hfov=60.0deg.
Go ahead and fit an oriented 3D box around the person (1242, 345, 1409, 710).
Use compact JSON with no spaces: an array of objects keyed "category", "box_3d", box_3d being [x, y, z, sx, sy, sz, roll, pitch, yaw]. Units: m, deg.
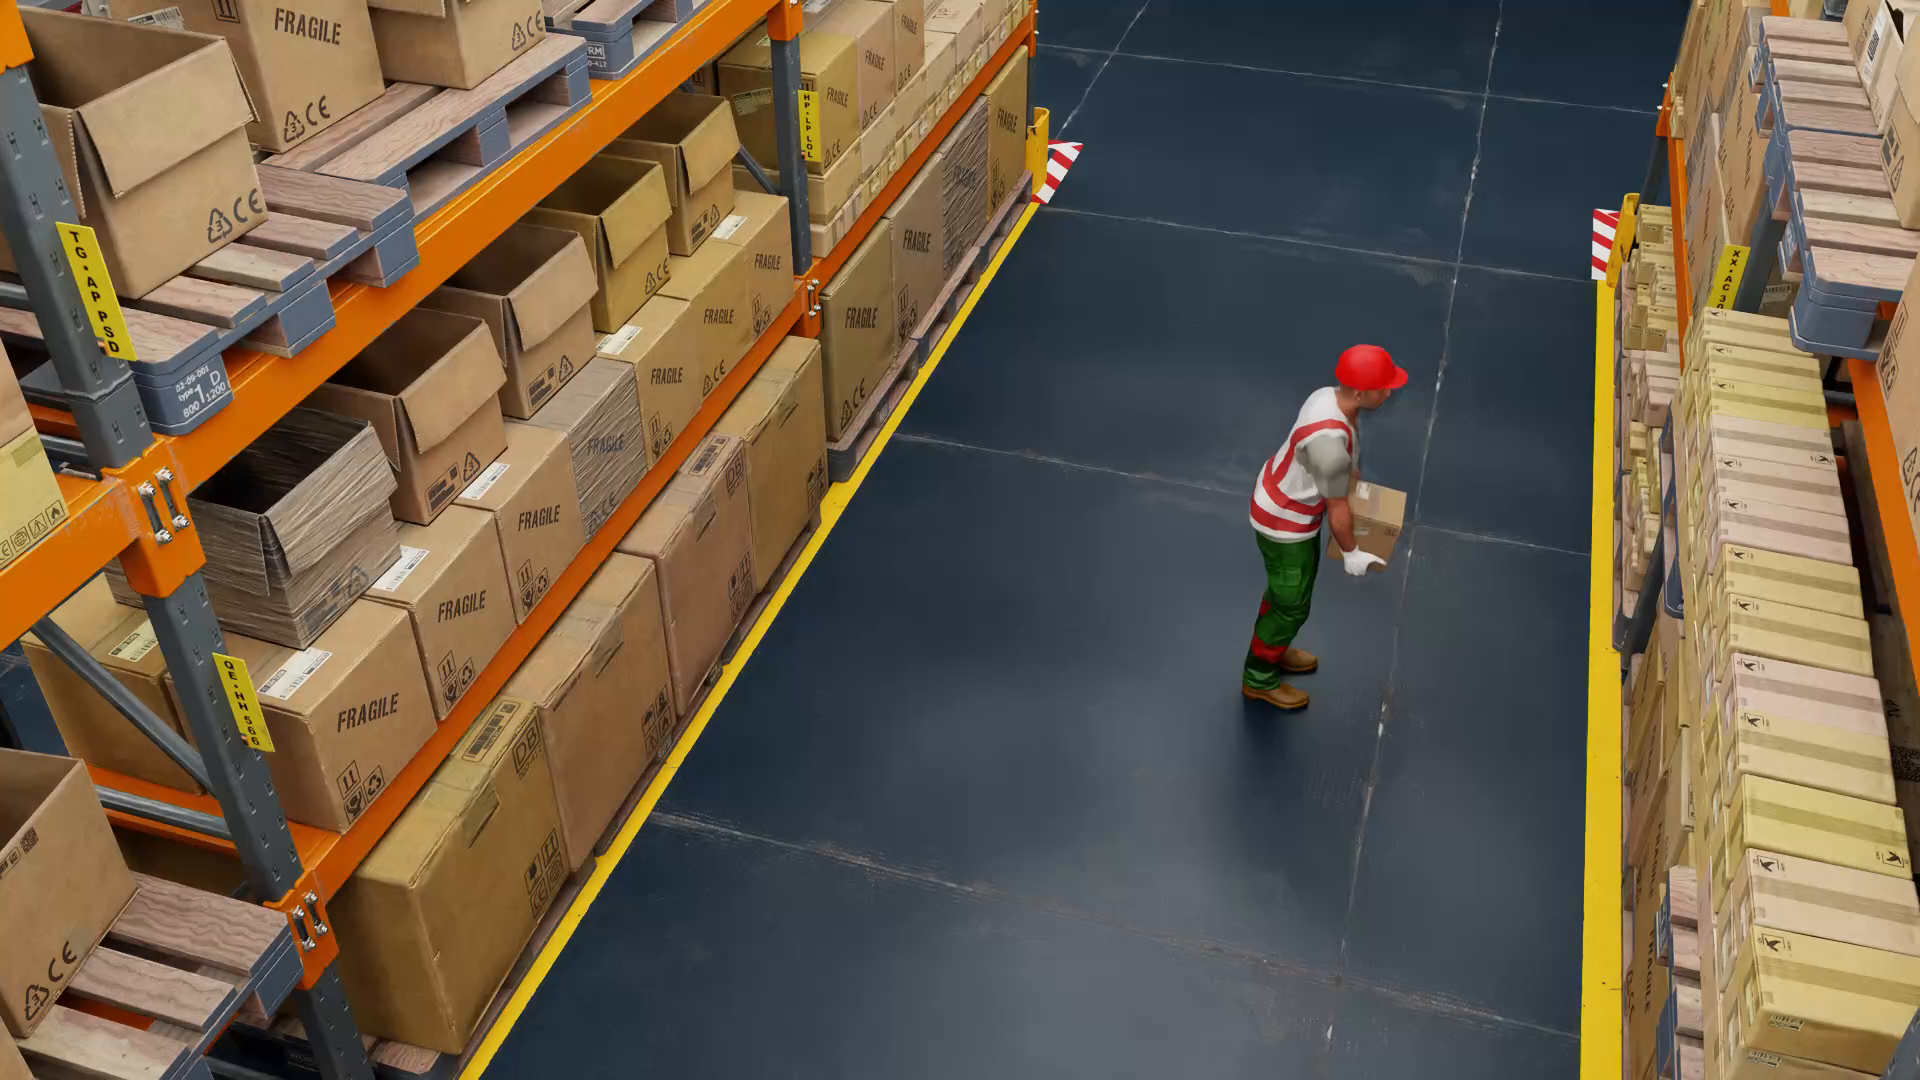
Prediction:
[{"category":"person","box_3d":[1.512,-0.062,6.989,0.594,1.747,0.485,10,38,13]}]
